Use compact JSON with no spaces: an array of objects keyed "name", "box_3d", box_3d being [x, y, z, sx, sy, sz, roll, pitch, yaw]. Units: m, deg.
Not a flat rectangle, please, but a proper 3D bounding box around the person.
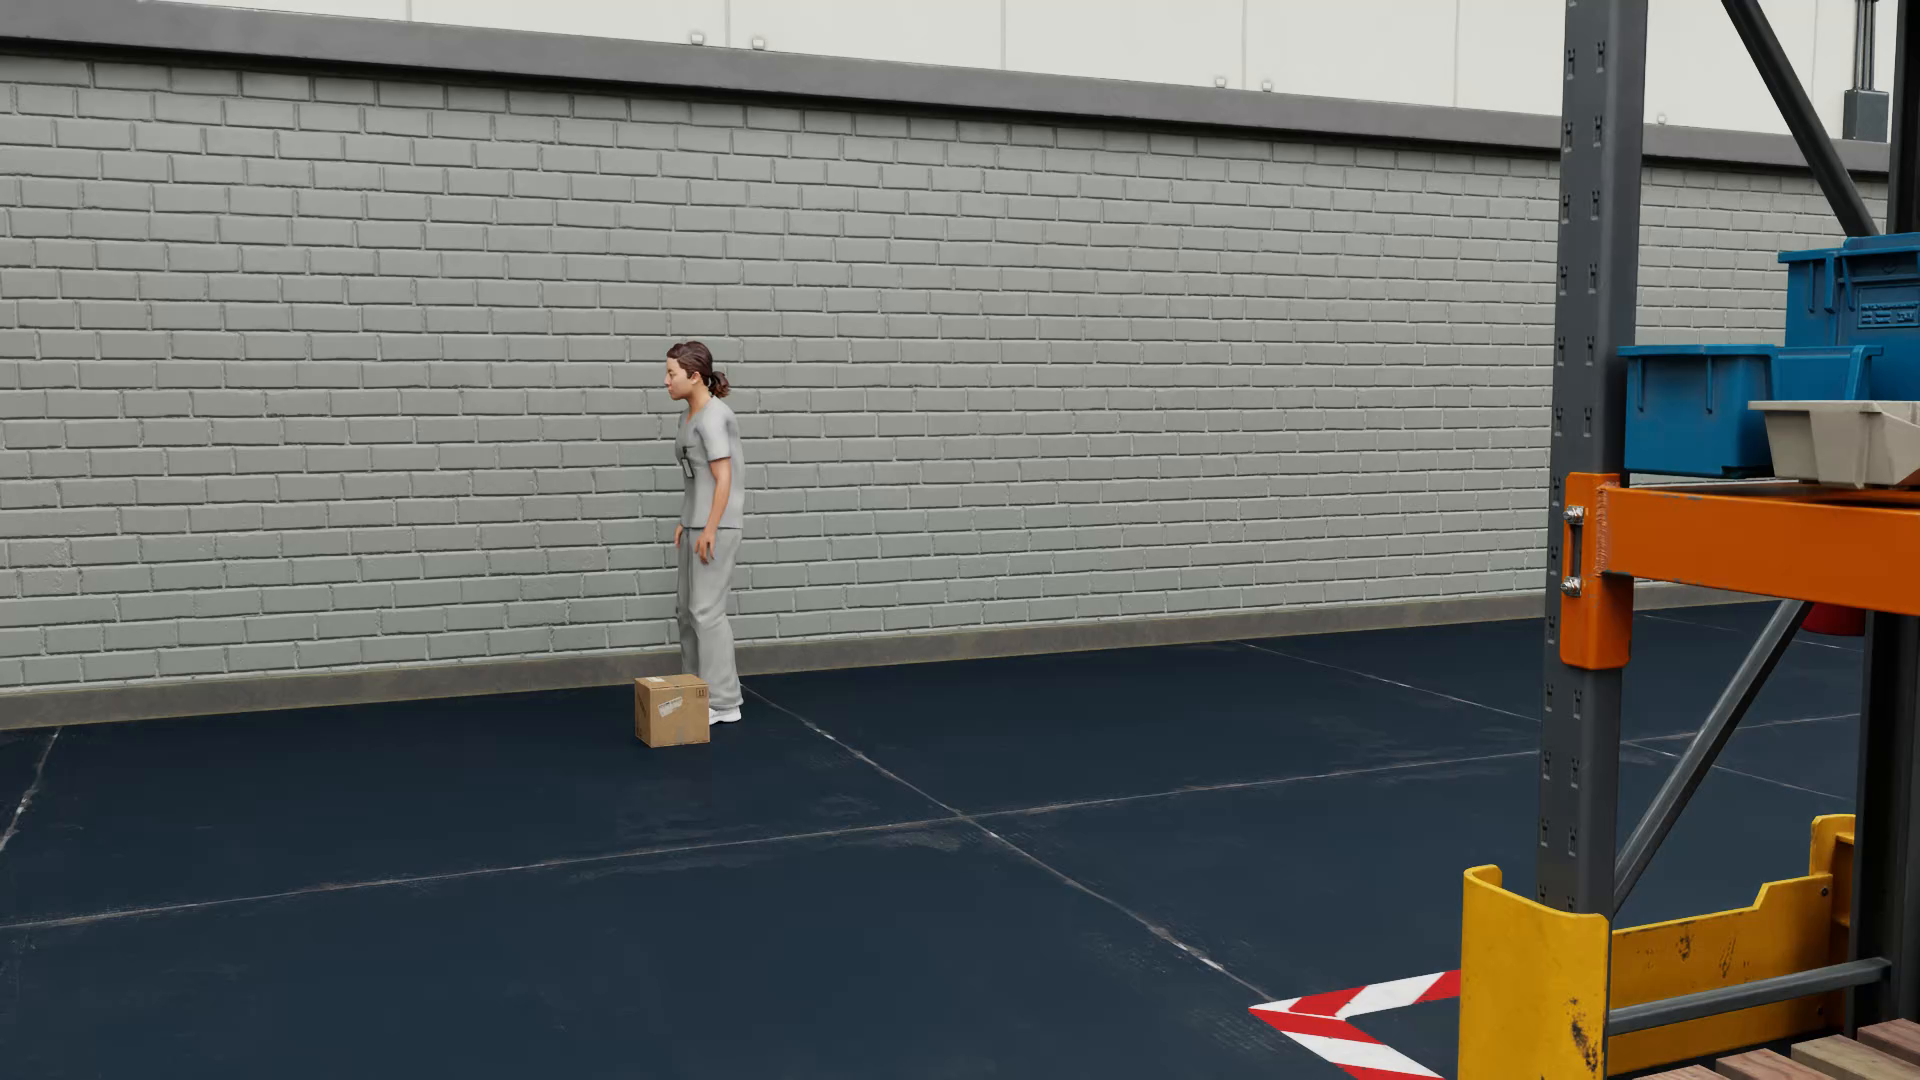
[{"name":"person","box_3d":[-1.133,-0.035,7.328,0.355,1.673,0.488,-2,6,-24]}]
